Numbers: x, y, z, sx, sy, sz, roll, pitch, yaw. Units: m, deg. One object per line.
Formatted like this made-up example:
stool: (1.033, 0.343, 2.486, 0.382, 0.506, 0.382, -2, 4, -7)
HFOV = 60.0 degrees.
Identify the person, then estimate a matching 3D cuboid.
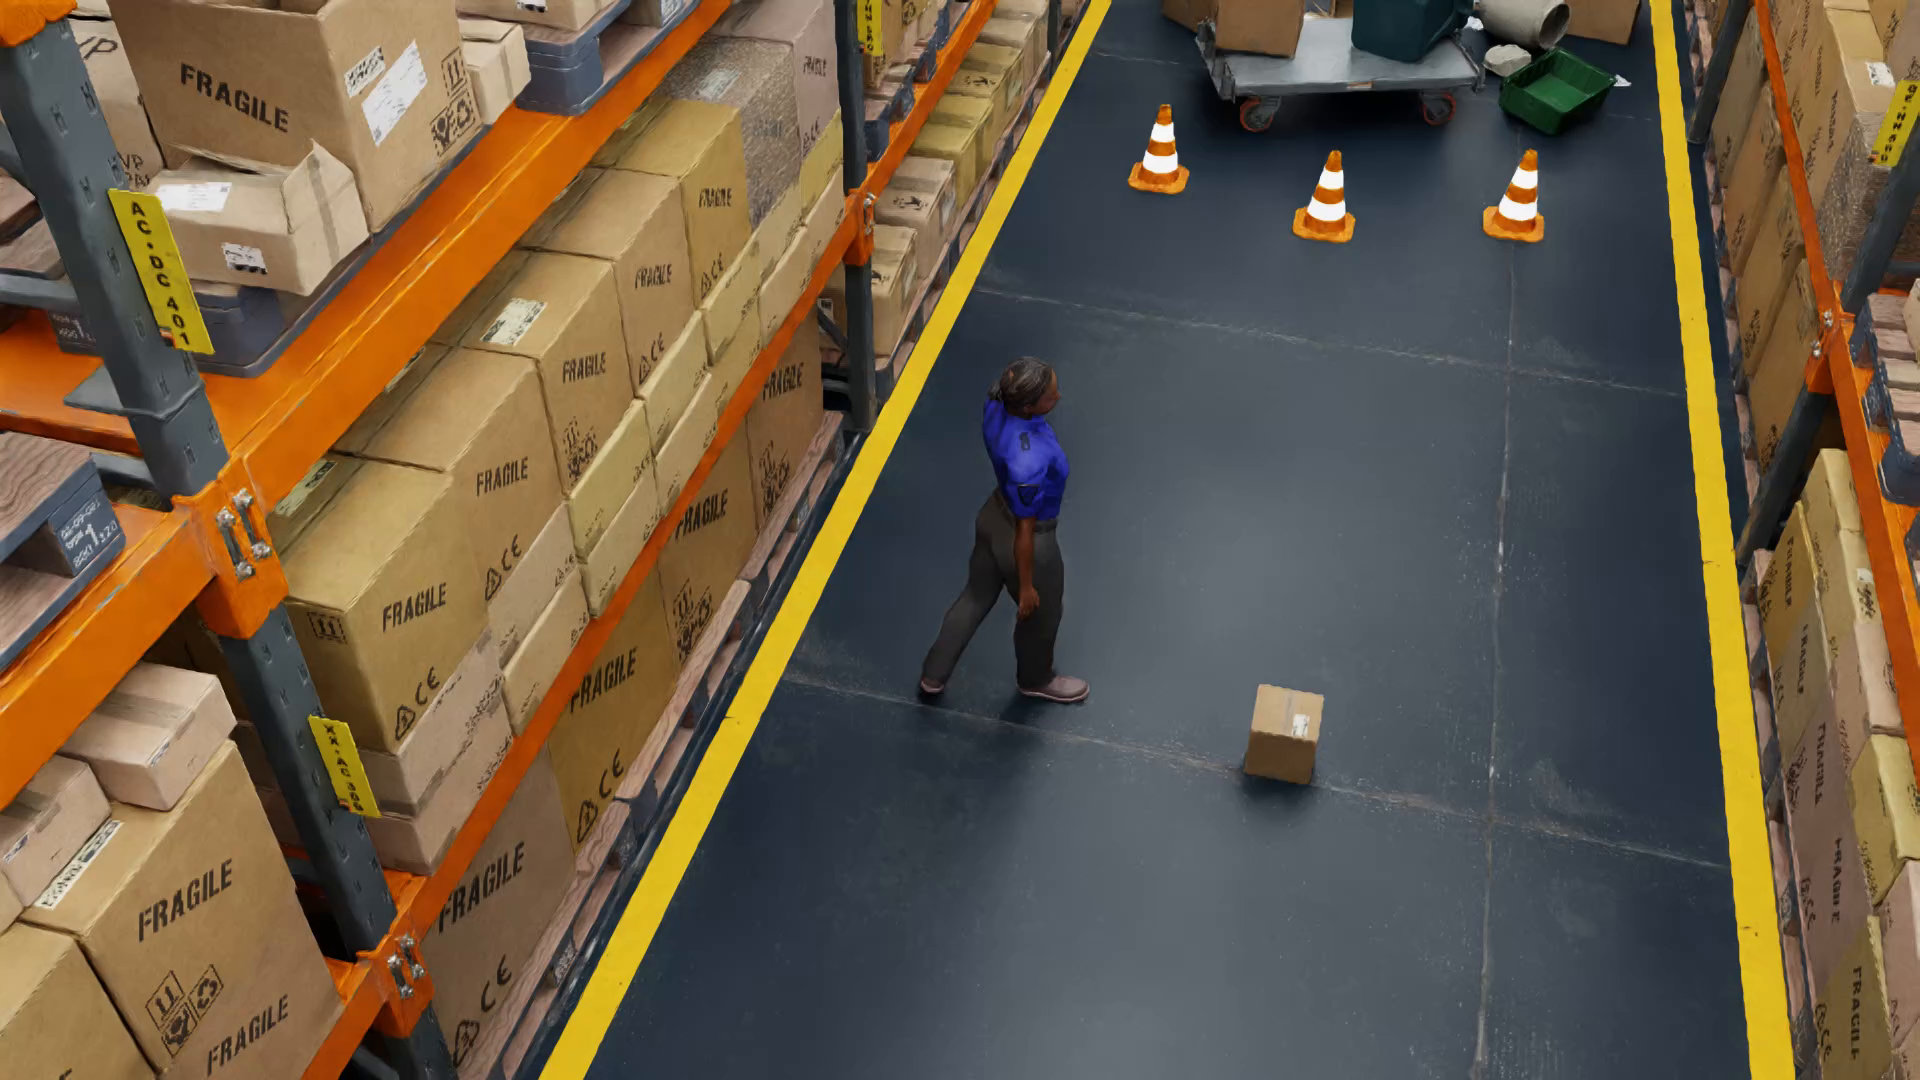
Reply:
person: (0.177, -0.001, 6.168, 0.658, 1.651, 0.578, -13, 43, -15)
